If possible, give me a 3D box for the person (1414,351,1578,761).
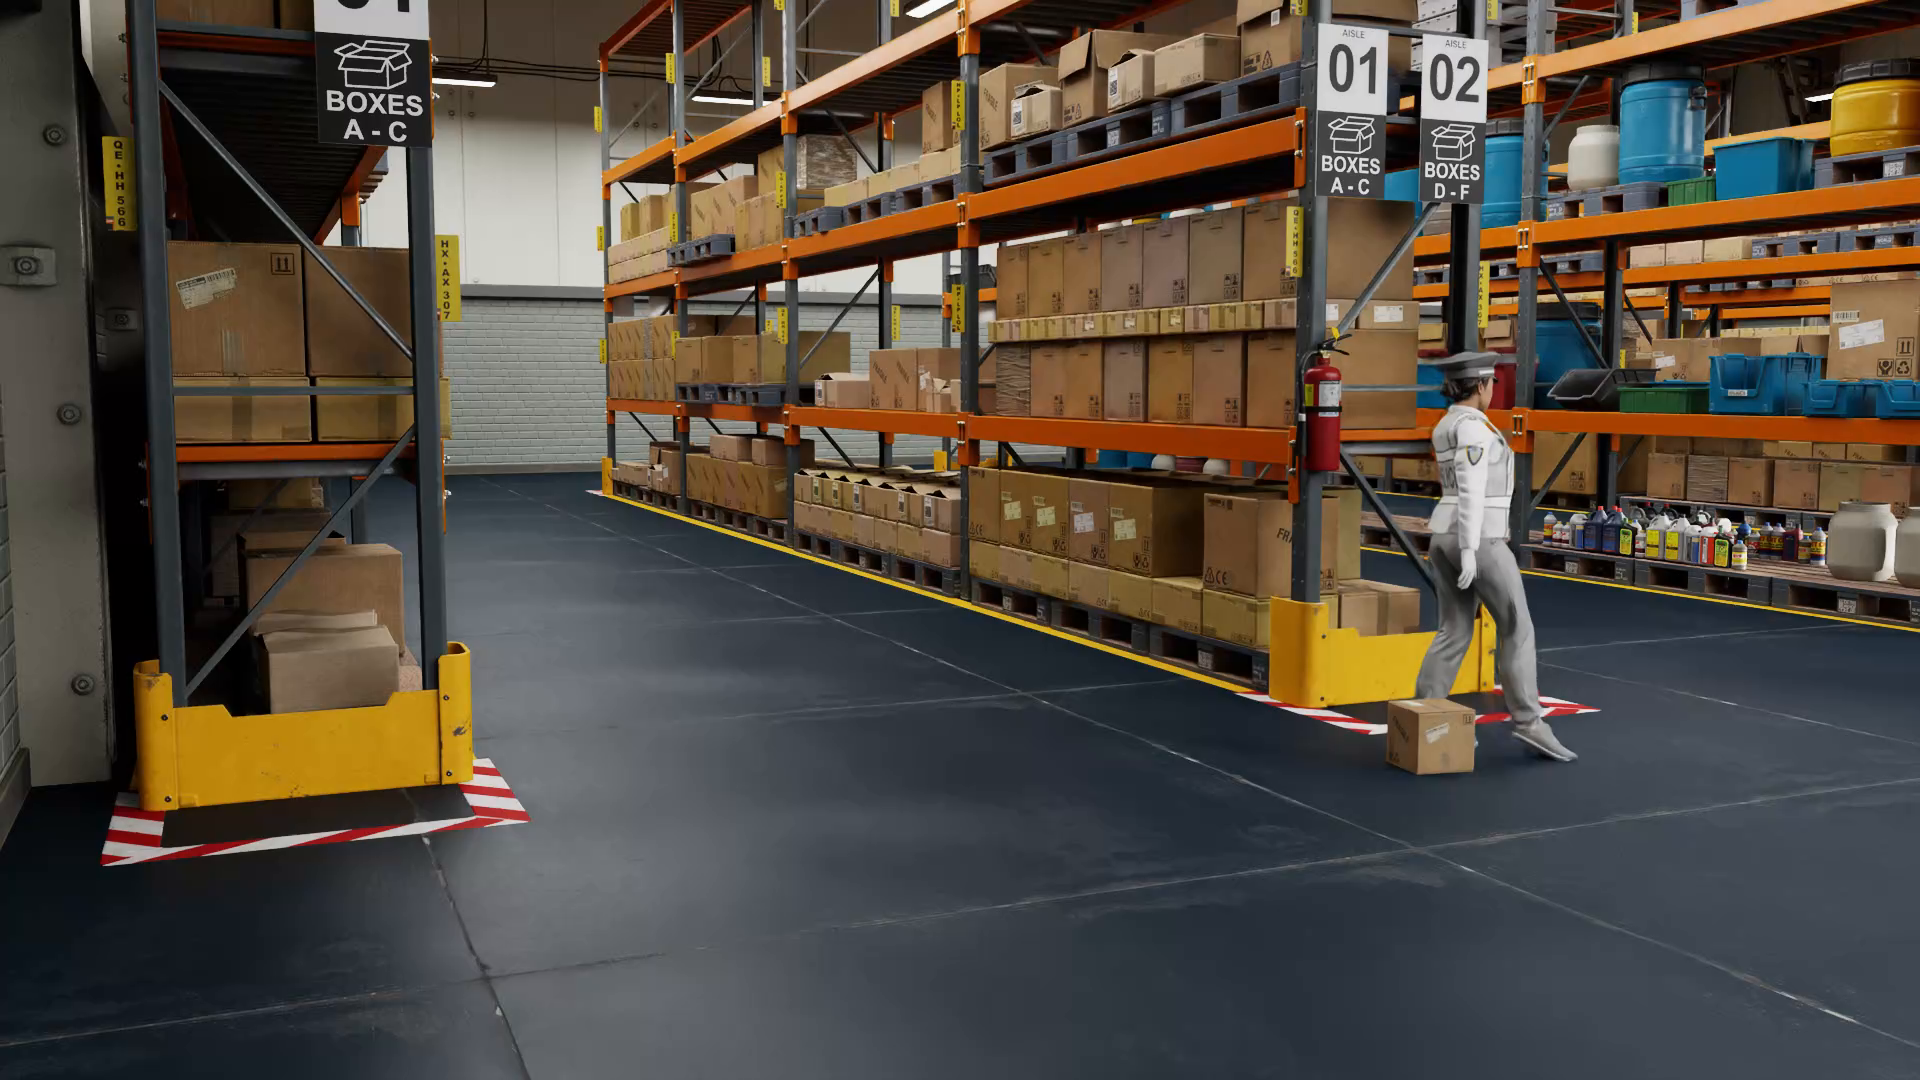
[{"bbox_3d":[2.195,0.067,6.918,0.667,1.699,0.556,0,6,-5],"label":"person"}]
